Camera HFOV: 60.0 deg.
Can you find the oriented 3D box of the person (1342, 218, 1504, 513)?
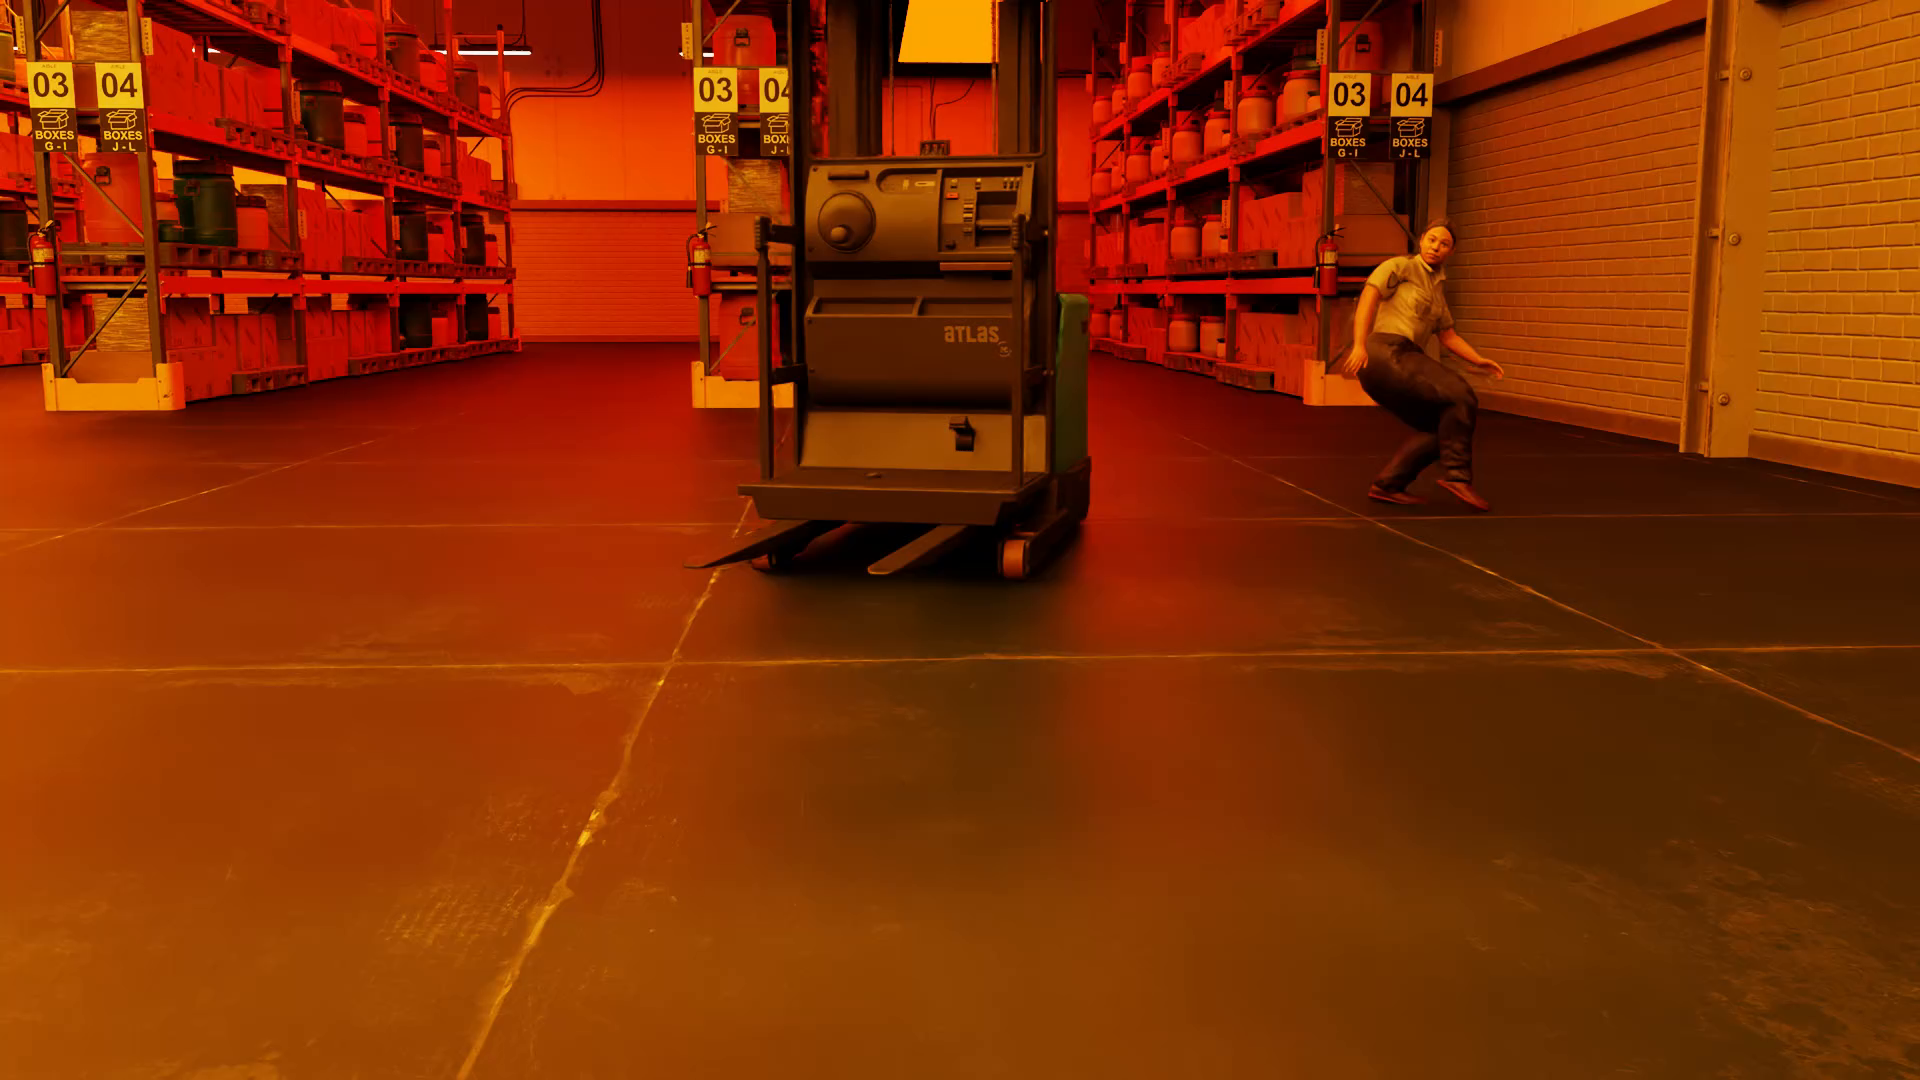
[{"bbox_3d":[2.334,-0.862,8.303,0.713,1.450,0.705,4,9,25],"label":"person"}]

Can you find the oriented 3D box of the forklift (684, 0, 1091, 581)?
[{"bbox_3d":[-0.208,-1.353,6.445,1.130,2.935,3.031,2,9,13],"label":"forklift"}]
